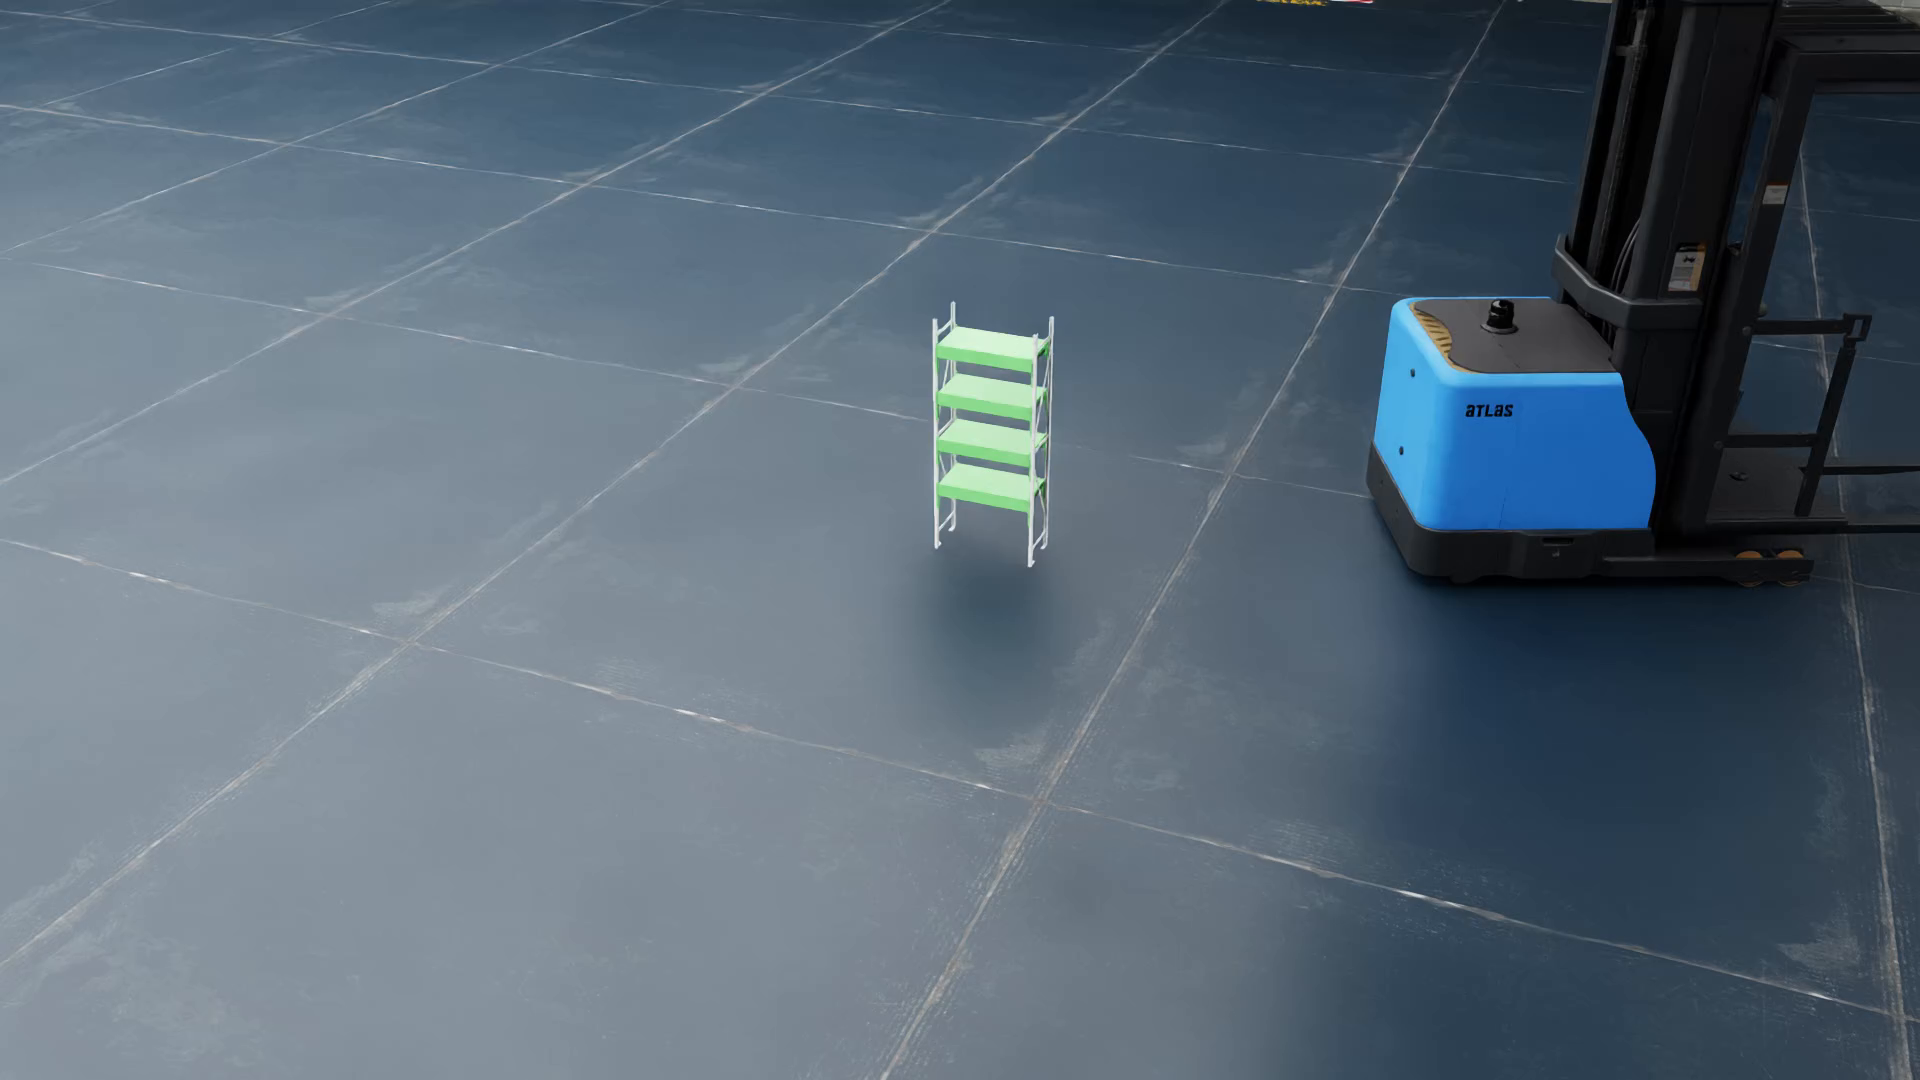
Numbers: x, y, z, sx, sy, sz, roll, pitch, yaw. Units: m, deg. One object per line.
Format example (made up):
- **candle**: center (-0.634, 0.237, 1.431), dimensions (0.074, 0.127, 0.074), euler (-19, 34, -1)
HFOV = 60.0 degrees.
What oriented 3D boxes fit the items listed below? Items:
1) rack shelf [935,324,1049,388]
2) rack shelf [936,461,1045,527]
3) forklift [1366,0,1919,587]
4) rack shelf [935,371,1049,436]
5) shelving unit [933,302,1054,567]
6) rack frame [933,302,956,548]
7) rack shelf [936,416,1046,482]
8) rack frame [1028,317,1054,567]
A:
- **rack shelf**: center (0.153, -0.854, 7.696), dimensions (0.480, 0.148, 0.258), euler (11, 31, 19)
- **rack shelf**: center (0.153, -0.227, 8.050), dimensions (0.480, 0.148, 0.258), euler (11, 31, 19)
- **forklift**: center (3.630, -1.317, 7.601), dimensions (3.031, 2.935, 1.130), euler (-1, 29, -1)
- **rack shelf**: center (0.153, -0.645, 7.814), dimensions (0.480, 0.148, 0.258), euler (11, 31, 19)
- **shelving unit**: center (0.153, -0.492, 7.901), dimensions (0.503, 1.200, 0.258), euler (11, 31, 19)
- **rack frame**: center (-0.073, -0.537, 7.980), dimensions (0.015, 1.200, 0.240), euler (11, 31, 19)
- **rack shelf**: center (0.153, -0.436, 7.932), dimensions (0.480, 0.148, 0.258), euler (11, 31, 19)
- **rack frame**: center (0.379, -0.447, 7.821), dimensions (0.015, 1.200, 0.240), euler (11, 31, 19)
